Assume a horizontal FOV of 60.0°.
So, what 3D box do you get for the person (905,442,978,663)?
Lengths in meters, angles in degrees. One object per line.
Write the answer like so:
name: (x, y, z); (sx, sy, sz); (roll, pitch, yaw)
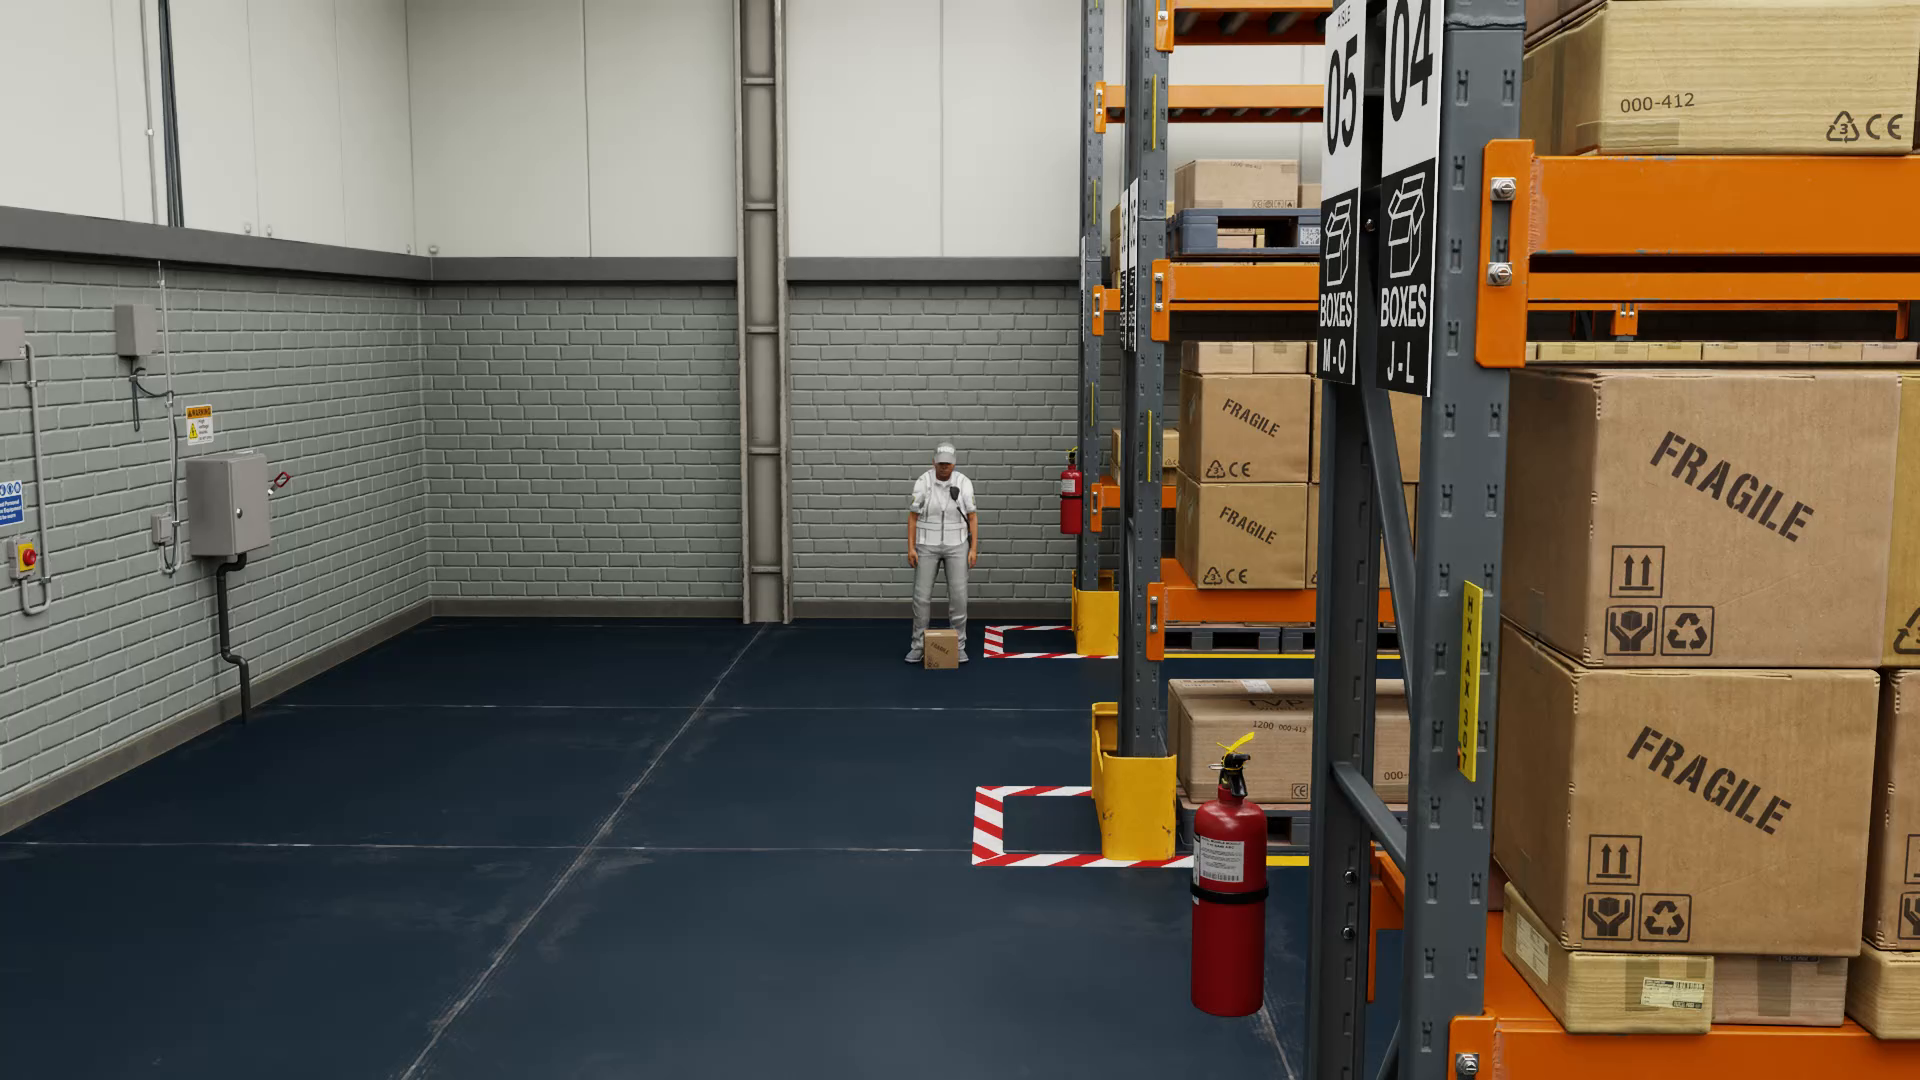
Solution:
person: (-0.142, 0.087, 12.572); (0.553, 1.666, 0.471); (0, 7, 0)
